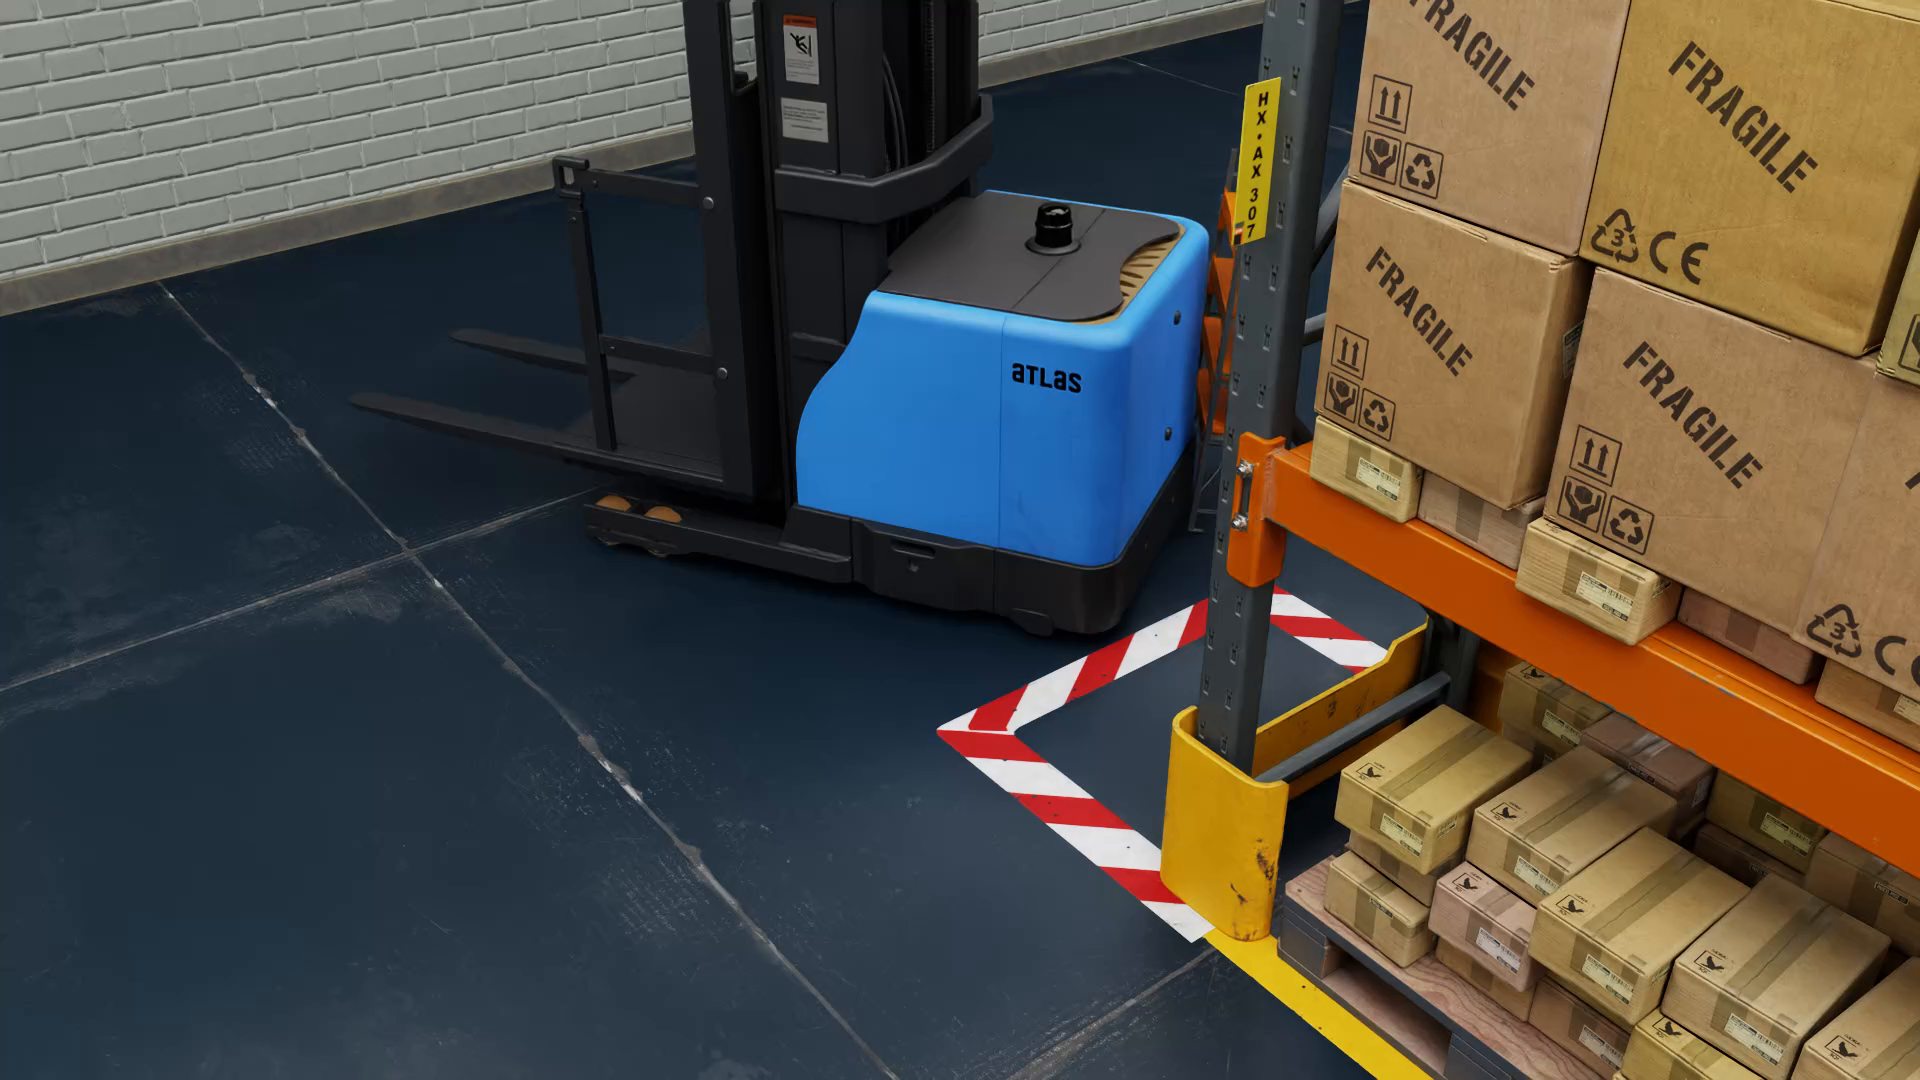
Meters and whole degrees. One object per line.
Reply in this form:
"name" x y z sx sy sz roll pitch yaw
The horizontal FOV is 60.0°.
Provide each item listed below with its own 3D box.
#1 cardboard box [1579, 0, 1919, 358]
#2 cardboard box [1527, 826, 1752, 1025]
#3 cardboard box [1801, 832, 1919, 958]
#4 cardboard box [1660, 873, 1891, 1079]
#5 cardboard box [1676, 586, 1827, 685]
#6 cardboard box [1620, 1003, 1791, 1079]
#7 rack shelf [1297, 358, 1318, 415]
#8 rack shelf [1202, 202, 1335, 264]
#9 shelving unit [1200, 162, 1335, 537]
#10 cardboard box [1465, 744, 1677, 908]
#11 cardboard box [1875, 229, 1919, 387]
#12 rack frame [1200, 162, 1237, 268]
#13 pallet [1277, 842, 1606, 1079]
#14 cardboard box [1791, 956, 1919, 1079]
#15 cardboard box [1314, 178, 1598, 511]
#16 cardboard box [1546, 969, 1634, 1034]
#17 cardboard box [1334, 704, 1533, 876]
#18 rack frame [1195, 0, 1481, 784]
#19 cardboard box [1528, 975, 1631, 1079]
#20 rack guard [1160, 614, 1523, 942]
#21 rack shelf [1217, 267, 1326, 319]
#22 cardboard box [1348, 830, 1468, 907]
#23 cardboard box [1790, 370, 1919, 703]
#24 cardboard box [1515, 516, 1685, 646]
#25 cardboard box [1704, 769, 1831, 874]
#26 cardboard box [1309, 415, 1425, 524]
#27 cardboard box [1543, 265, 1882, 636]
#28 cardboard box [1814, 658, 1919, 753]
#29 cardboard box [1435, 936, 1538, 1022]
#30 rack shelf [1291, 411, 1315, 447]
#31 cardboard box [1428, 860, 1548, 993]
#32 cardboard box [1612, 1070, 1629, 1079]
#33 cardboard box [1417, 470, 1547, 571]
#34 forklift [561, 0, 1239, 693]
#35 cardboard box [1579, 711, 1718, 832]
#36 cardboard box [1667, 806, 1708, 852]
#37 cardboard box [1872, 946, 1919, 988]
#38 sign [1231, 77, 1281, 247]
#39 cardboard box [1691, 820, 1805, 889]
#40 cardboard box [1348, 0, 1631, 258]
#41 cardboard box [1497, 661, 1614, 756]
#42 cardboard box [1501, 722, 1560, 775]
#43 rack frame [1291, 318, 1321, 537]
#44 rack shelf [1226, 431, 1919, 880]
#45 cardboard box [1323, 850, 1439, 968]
"cardboard box" 1.395 -0.664 2.652 0.500 0.500 0.500 -21 38 -30
"cardboard box" 1.386 0.779 3.393 0.380 0.149 0.250 -22 38 -32
"cardboard box" 2.017 0.685 3.544 0.380 0.149 0.250 -24 39 -33
"cardboard box" 1.603 0.855 3.270 0.380 0.149 0.250 -24 39 -34
"cardboard box" 1.534 0.082 3.013 0.380 0.149 0.250 -20 37 -29
"cardboard box" 1.549 1.004 3.313 0.380 0.149 0.250 -21 38 -30
"rack shelf" 1.014 -0.574 5.665 0.258 0.148 0.480 -11 33 -17
"rack shelf" 1.014 -0.965 5.422 0.258 0.148 0.480 -11 33 -17
"shelving unit" 1.014 -0.631 5.629 0.258 1.200 0.503 -11 33 -17
"cardboard box" 1.332 0.632 3.629 0.380 0.149 0.250 -22 38 -31
"cardboard box" 1.697 -0.440 2.291 0.500 0.500 0.500 -23 39 -32
"rack frame" 0.932 -0.753 5.824 0.240 1.200 0.015 -11 33 -17
"pallet" 1.532 1.015 3.916 1.003 0.211 1.213 -22 38 -31
"cardboard box" 1.766 0.974 3.079 0.380 0.149 0.250 -21 37 -30
"cardboard box" 1.072 -0.444 3.245 0.500 0.500 0.500 -20 37 -29
"cardboard box" 1.477 0.862 3.542 0.380 0.149 0.250 -22 38 -31
"cardboard box" 1.068 0.556 3.751 0.380 0.149 0.250 -24 39 -33
"rack frame" 1.015 -0.552 3.795 1.000 3.000 0.127 -22 38 -31
"cardboard box" 1.467 0.987 3.622 0.380 0.149 0.250 -22 38 -31
"rack guard" 1.062 0.542 4.404 1.175 0.500 0.348 -22 38 -31
"rack shelf" 1.014 -0.764 5.547 0.258 0.148 0.480 -11 33 -17
"cardboard box" 1.134 0.656 3.873 0.380 0.149 0.250 -21 37 -29
"cardboard box" 1.711 -0.021 2.564 0.500 0.500 0.500 -22 38 -31
"cardboard box" 1.266 0.018 3.116 0.380 0.149 0.250 -23 39 -33
"cardboard box" 1.908 0.557 3.750 0.380 0.149 0.250 -23 39 -32
"cardboard box" 0.955 -0.204 3.473 0.380 0.149 0.250 -23 38 -32
"cardboard box" 1.421 -0.229 2.899 0.500 0.500 0.500 -22 38 -31
"cardboard box" 1.681 0.203 2.819 0.380 0.149 0.250 -23 38 -32
"cardboard box" 1.309 0.885 3.785 0.380 0.149 0.250 -22 38 -32
"rack shelf" 1.014 -0.406 5.770 0.258 0.148 0.480 -11 33 -17
"cardboard box" 1.257 0.788 3.660 0.380 0.149 0.250 -22 38 -32
"cardboard box" 1.537 1.129 3.394 0.380 0.149 0.250 -22 38 -31
"cardboard box" 1.144 -0.111 3.324 0.380 0.149 0.250 -21 37 -30
"forklift" -0.408 -1.499 5.385 1.130 2.935 3.031 -24 39 -33
"cardboard box" 1.649 0.490 3.858 0.380 0.149 0.250 -21 38 -30
"cardboard box" 1.682 0.609 3.949 0.380 0.149 0.250 -23 39 -32
"cardboard box" 1.968 0.843 3.571 0.380 0.149 0.250 -23 38 -32
"sign" 0.587 -0.744 3.284 0.100 0.325 0.005 -22 38 -31
"cardboard box" 1.884 0.698 3.805 0.380 0.149 0.250 -24 39 -33
"cardboard box" 1.081 -0.872 2.987 0.500 0.500 0.500 -23 38 -32
"cardboard box" 1.540 0.367 4.056 0.380 0.149 0.250 -22 38 -31
"cardboard box" 1.564 0.482 4.153 0.380 0.149 0.250 -23 39 -33
"rack frame" 1.097 -0.510 5.434 0.240 1.200 0.015 -11 33 -17
"rack shelf" 2.242 0.587 2.643 1.077 0.370 4.000 -22 38 -31
"cardboard box" 1.084 0.803 3.918 0.380 0.149 0.250 -21 38 -30
